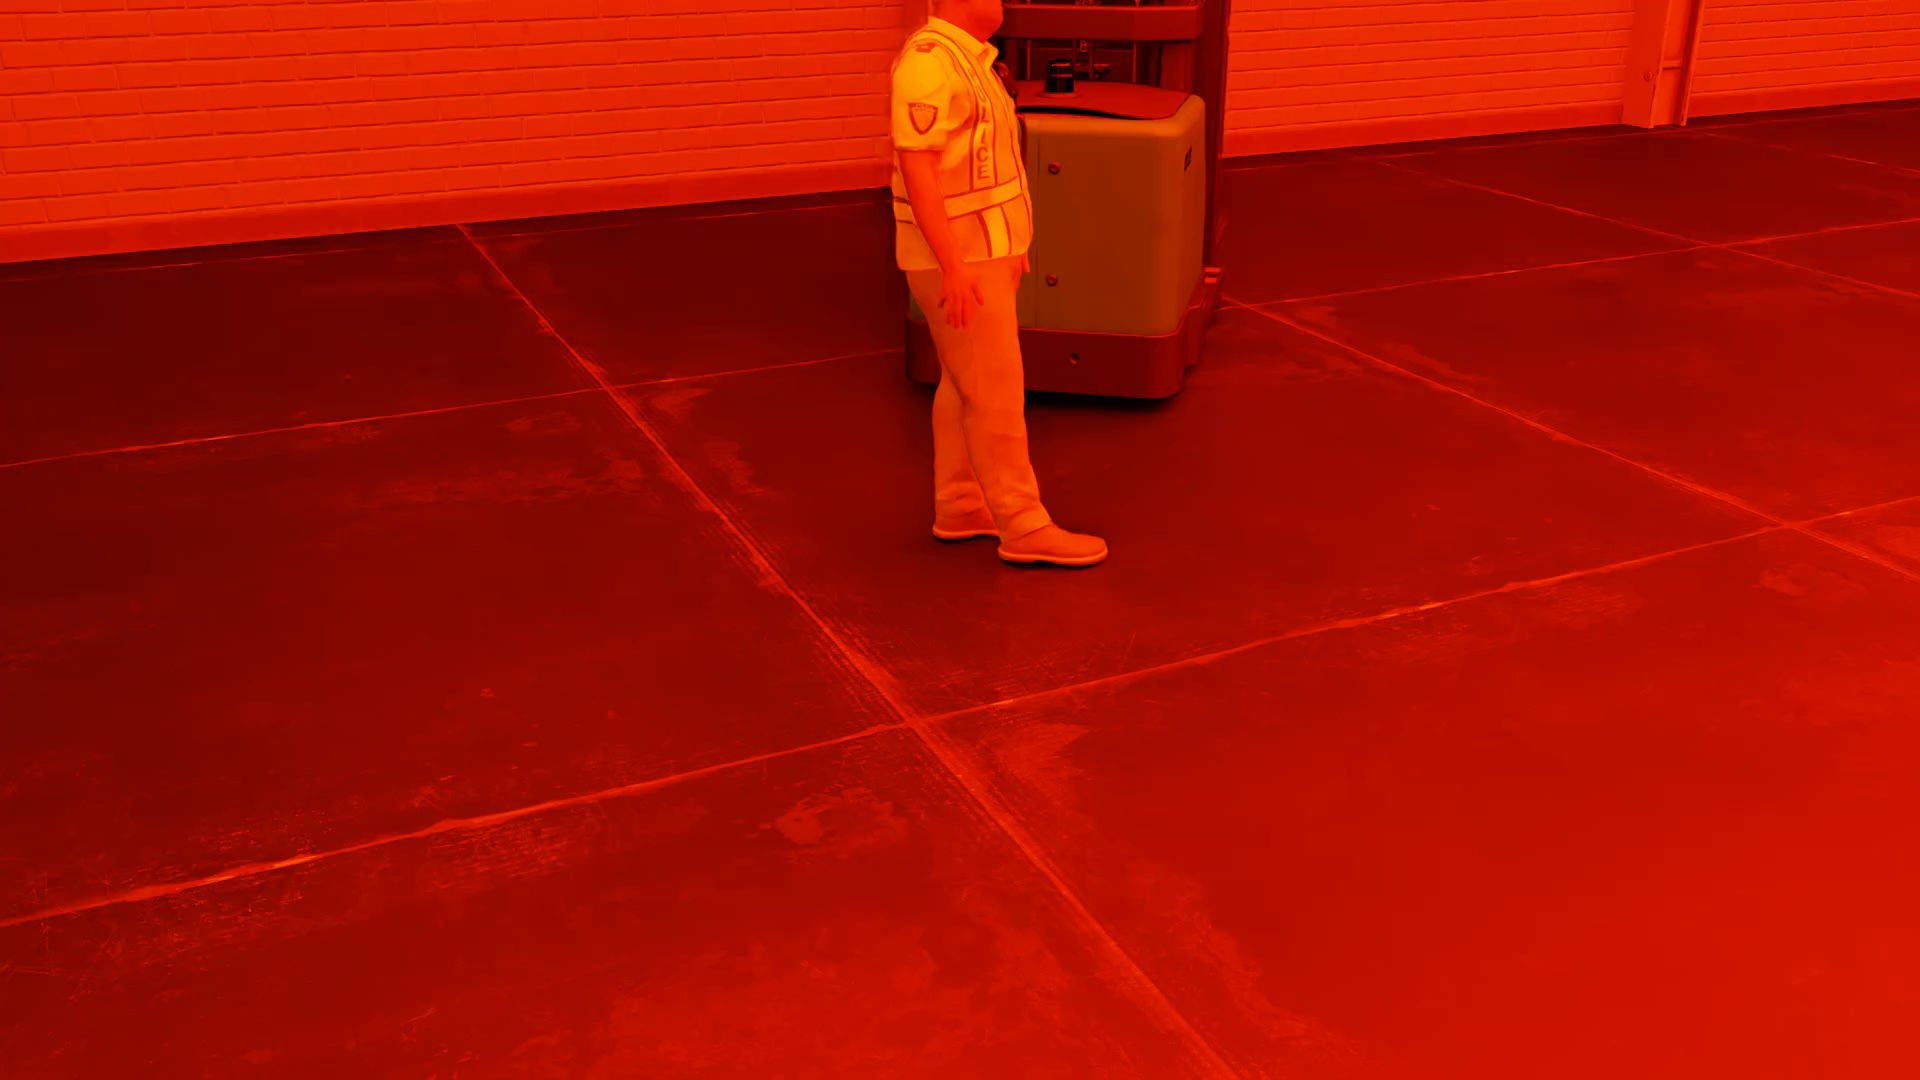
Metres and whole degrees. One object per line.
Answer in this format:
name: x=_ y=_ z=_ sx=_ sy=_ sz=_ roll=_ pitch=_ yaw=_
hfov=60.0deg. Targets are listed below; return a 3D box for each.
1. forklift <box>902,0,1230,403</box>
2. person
forklift: x=0.616 y=-2.396 z=7.054 sx=1.130 sy=2.935 sz=3.031 roll=5 pitch=23 yaw=12
person: x=0.196 y=-0.799 z=4.750 sx=0.640 sy=1.751 sz=0.680 roll=3 pitch=23 yaw=8
